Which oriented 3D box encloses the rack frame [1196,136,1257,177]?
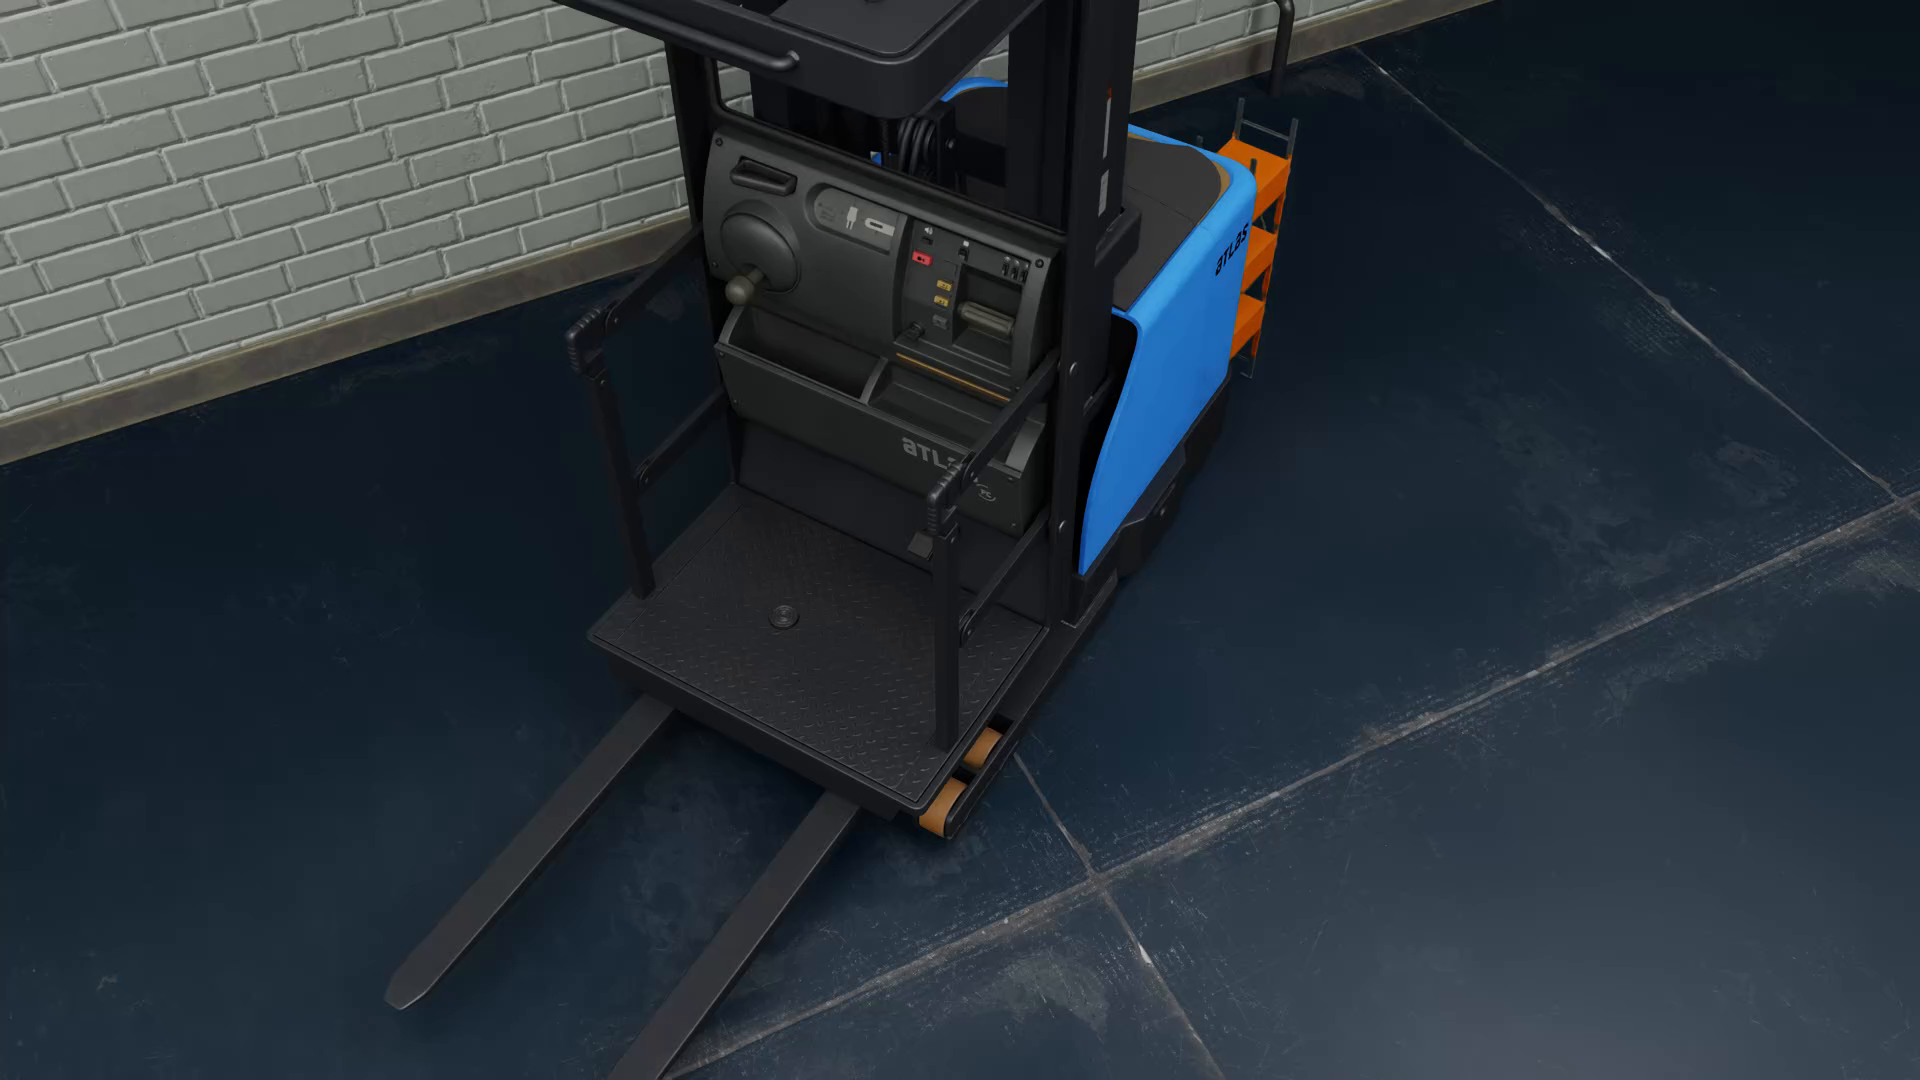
[{"bbox_3d":[0.780,-0.798,5.251,0.200,1.050,0.008,29,55,23],"label":"rack frame"}]

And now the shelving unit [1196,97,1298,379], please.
[{"bbox_3d":[0.852,-0.872,5.315,0.215,1.050,0.252,29,55,23],"label":"shelving unit"}]

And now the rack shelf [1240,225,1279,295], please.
[{"bbox_3d":[0.852,-0.865,5.323,0.215,0.259,0.240,29,55,23],"label":"rack shelf"}]

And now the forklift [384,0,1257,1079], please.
[{"bbox_3d":[-0.321,-0.563,3.795,1.130,2.935,3.031,24,53,20],"label":"forklift"}]

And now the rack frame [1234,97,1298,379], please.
[{"bbox_3d":[0.925,-0.946,5.380,0.200,1.050,0.008,29,55,23],"label":"rack frame"}]

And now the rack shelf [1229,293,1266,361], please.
[{"bbox_3d":[0.852,-0.682,5.533,0.215,0.259,0.240,29,55,23],"label":"rack shelf"}]

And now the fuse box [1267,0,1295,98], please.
[{"bbox_3d":[1.333,-2.395,6.208,0.539,1.711,0.414,-21,52,-18],"label":"fuse box"}]

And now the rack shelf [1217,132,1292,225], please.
[{"bbox_3d":[0.852,-1.052,5.110,0.215,0.259,0.240,29,55,23],"label":"rack shelf"}]
